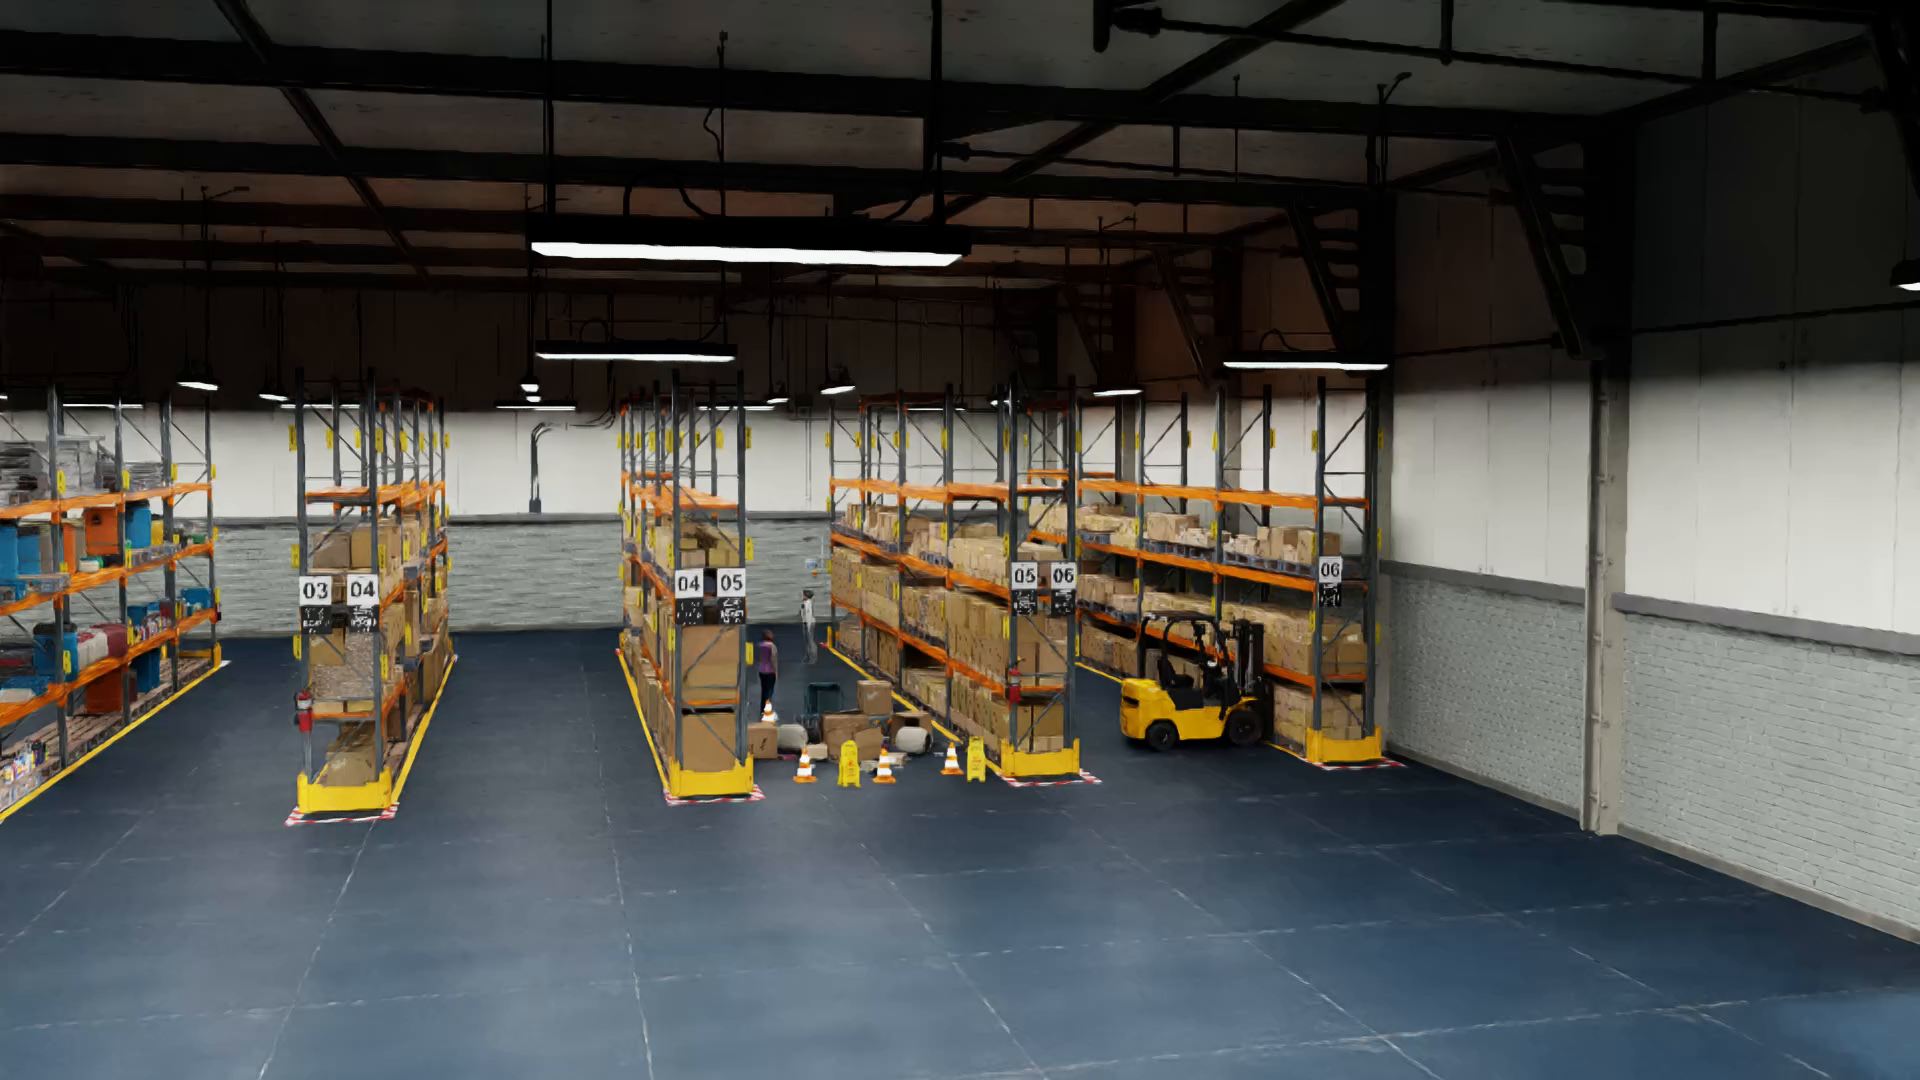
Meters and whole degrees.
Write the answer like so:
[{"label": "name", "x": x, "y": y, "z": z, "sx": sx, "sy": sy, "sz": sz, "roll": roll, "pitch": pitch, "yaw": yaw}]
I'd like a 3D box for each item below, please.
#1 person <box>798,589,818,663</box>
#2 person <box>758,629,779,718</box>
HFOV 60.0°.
[{"label": "person", "x": -3.428, "y": 1.927, "z": 37.447, "sx": 0.474, "sy": 1.665, "sz": 0.639, "roll": 0, "pitch": 3, "yaw": -3}, {"label": "person", "x": -3.442, "y": 2.402, "z": 29.991, "sx": 0.468, "sy": 1.600, "sz": 0.405, "roll": 3, "pitch": 5, "yaw": 44}]
